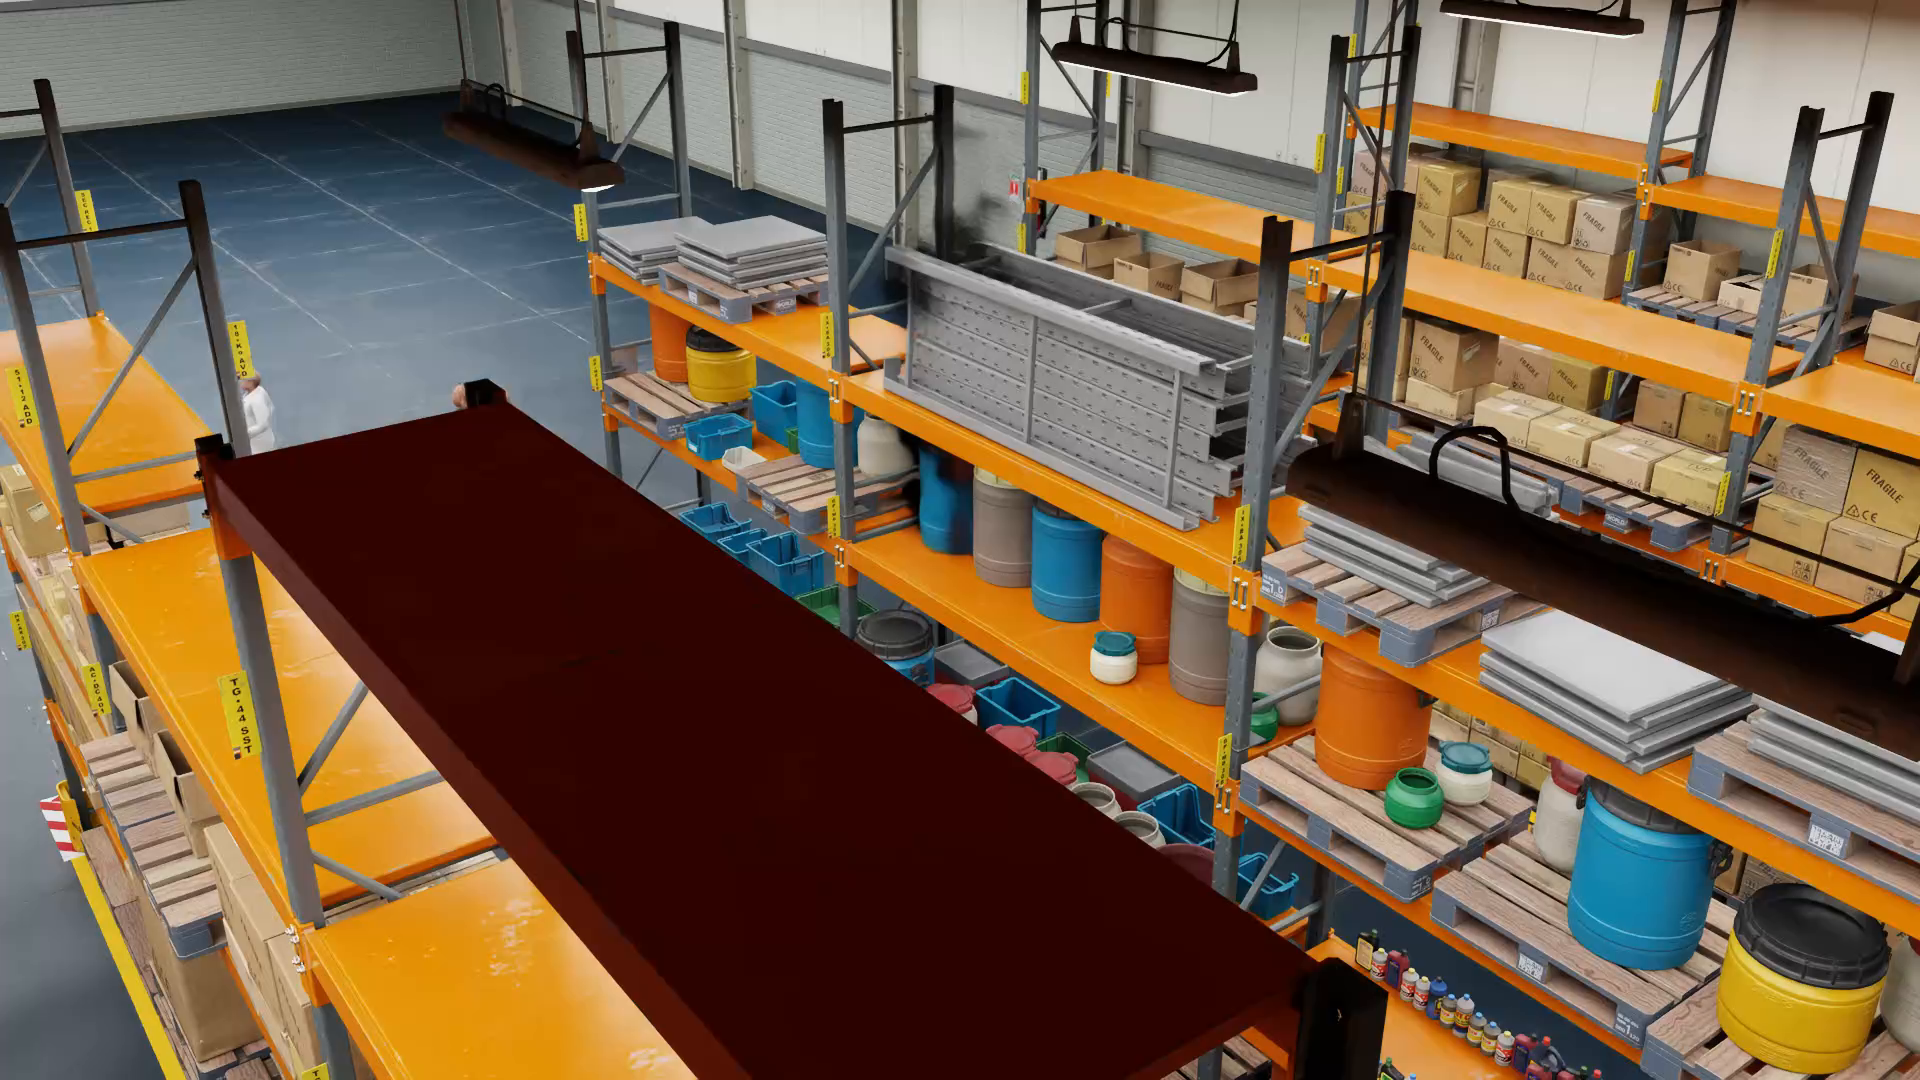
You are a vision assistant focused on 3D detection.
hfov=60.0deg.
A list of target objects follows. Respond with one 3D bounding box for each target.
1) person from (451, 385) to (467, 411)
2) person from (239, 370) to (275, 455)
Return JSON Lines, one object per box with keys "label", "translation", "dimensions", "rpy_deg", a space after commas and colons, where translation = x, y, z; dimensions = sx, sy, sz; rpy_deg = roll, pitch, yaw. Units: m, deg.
{"label": "person", "translation": [-5.560, -0.916, 18.897], "dimensions": [0.825, 1.772, 0.634], "rpy_deg": [-7, 26, -15]}
{"label": "person", "translation": [-8.141, -1.188, 19.436], "dimensions": [0.695, 1.687, 0.726], "rpy_deg": [-9, 26, -19]}
